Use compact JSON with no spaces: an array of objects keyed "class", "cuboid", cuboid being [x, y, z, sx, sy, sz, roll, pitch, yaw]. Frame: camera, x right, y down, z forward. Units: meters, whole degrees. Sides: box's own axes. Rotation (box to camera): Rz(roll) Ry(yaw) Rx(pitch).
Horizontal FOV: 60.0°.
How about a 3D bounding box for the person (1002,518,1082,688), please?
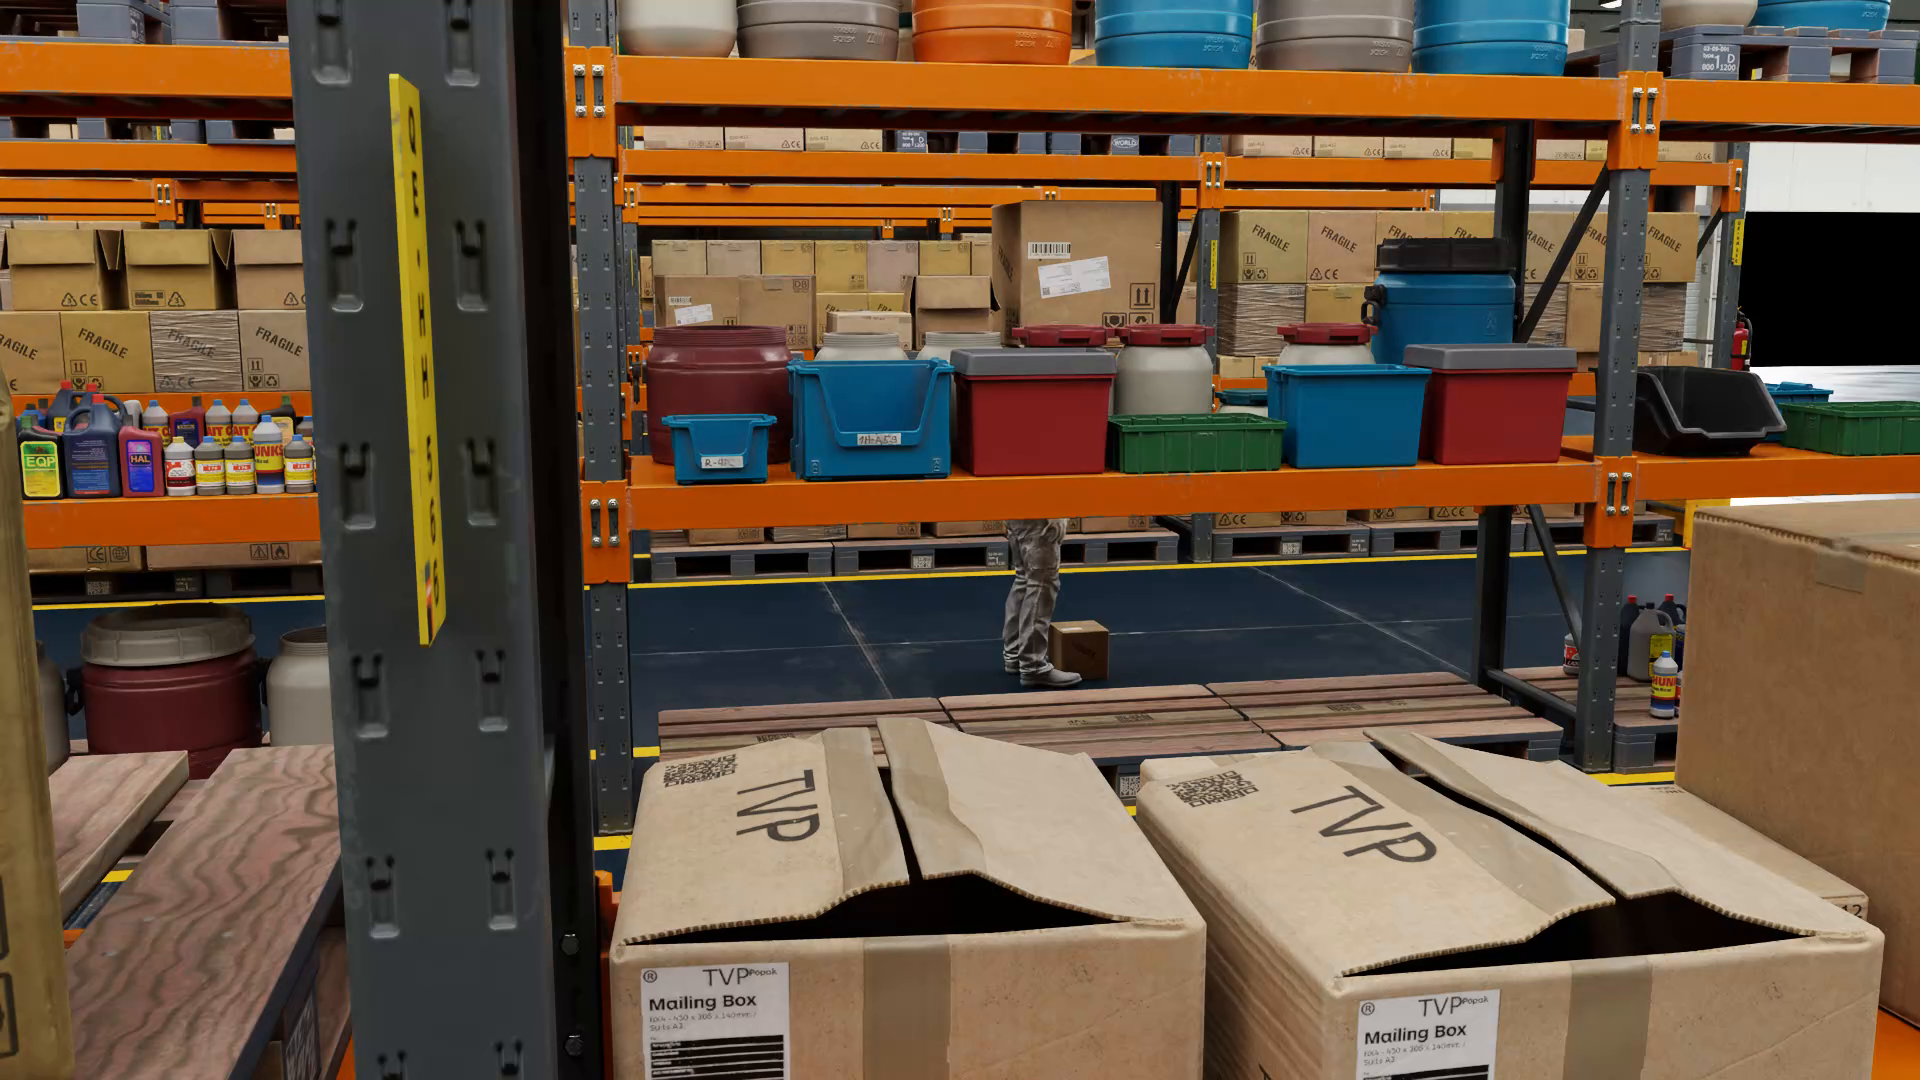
[{"class":"person","cuboid":[0.386,-0.173,8.382,0.446,1.775,0.618,-2,10,-11]}]
